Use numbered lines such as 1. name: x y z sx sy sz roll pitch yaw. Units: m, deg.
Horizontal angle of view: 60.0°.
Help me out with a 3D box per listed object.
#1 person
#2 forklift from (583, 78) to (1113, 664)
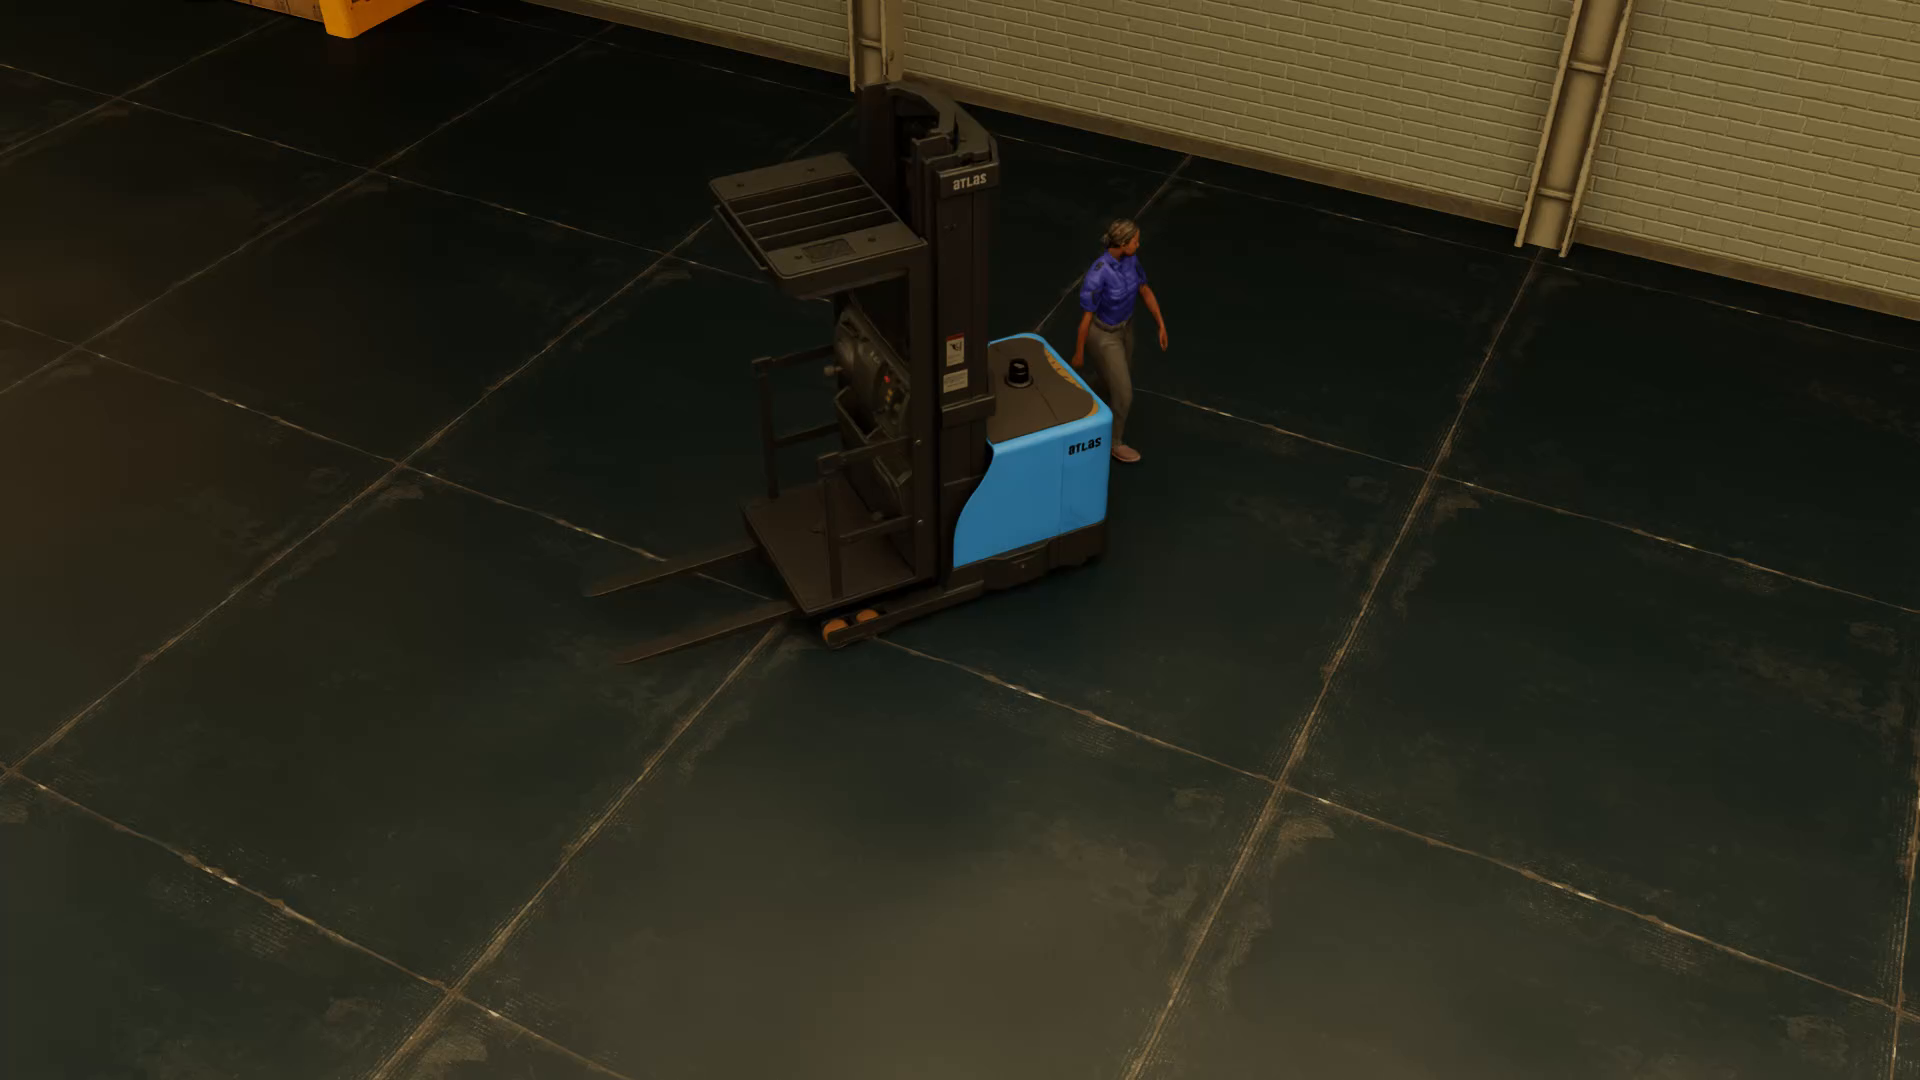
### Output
1. person: 0.961 -1.282 10.552 0.674 1.594 0.605 23 45 25
2. forklift: -0.666 -0.890 9.043 3.031 2.935 1.130 -17 43 -19
